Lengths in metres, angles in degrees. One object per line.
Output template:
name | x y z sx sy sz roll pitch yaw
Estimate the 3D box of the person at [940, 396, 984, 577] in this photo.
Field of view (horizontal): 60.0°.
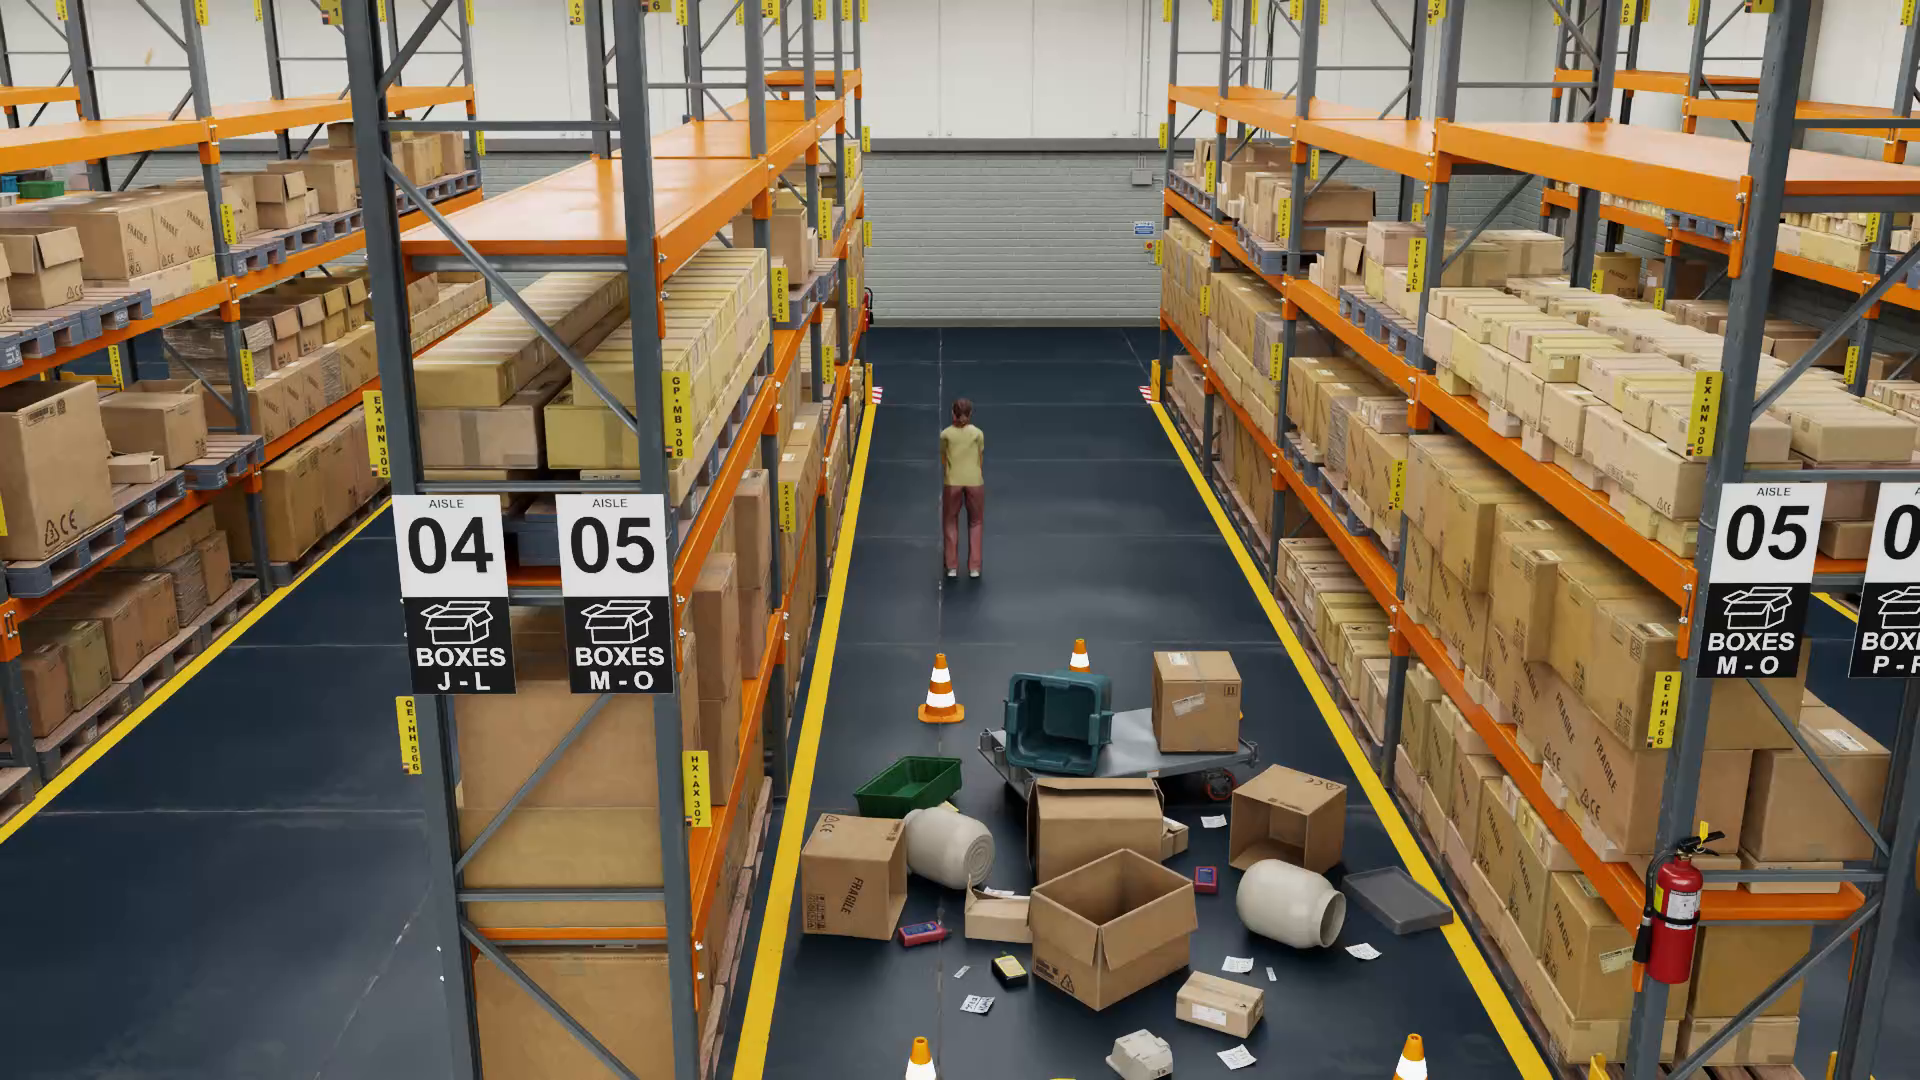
person | 0.018 -0.507 15.220 0.409 1.661 0.511 -1 17 -2
